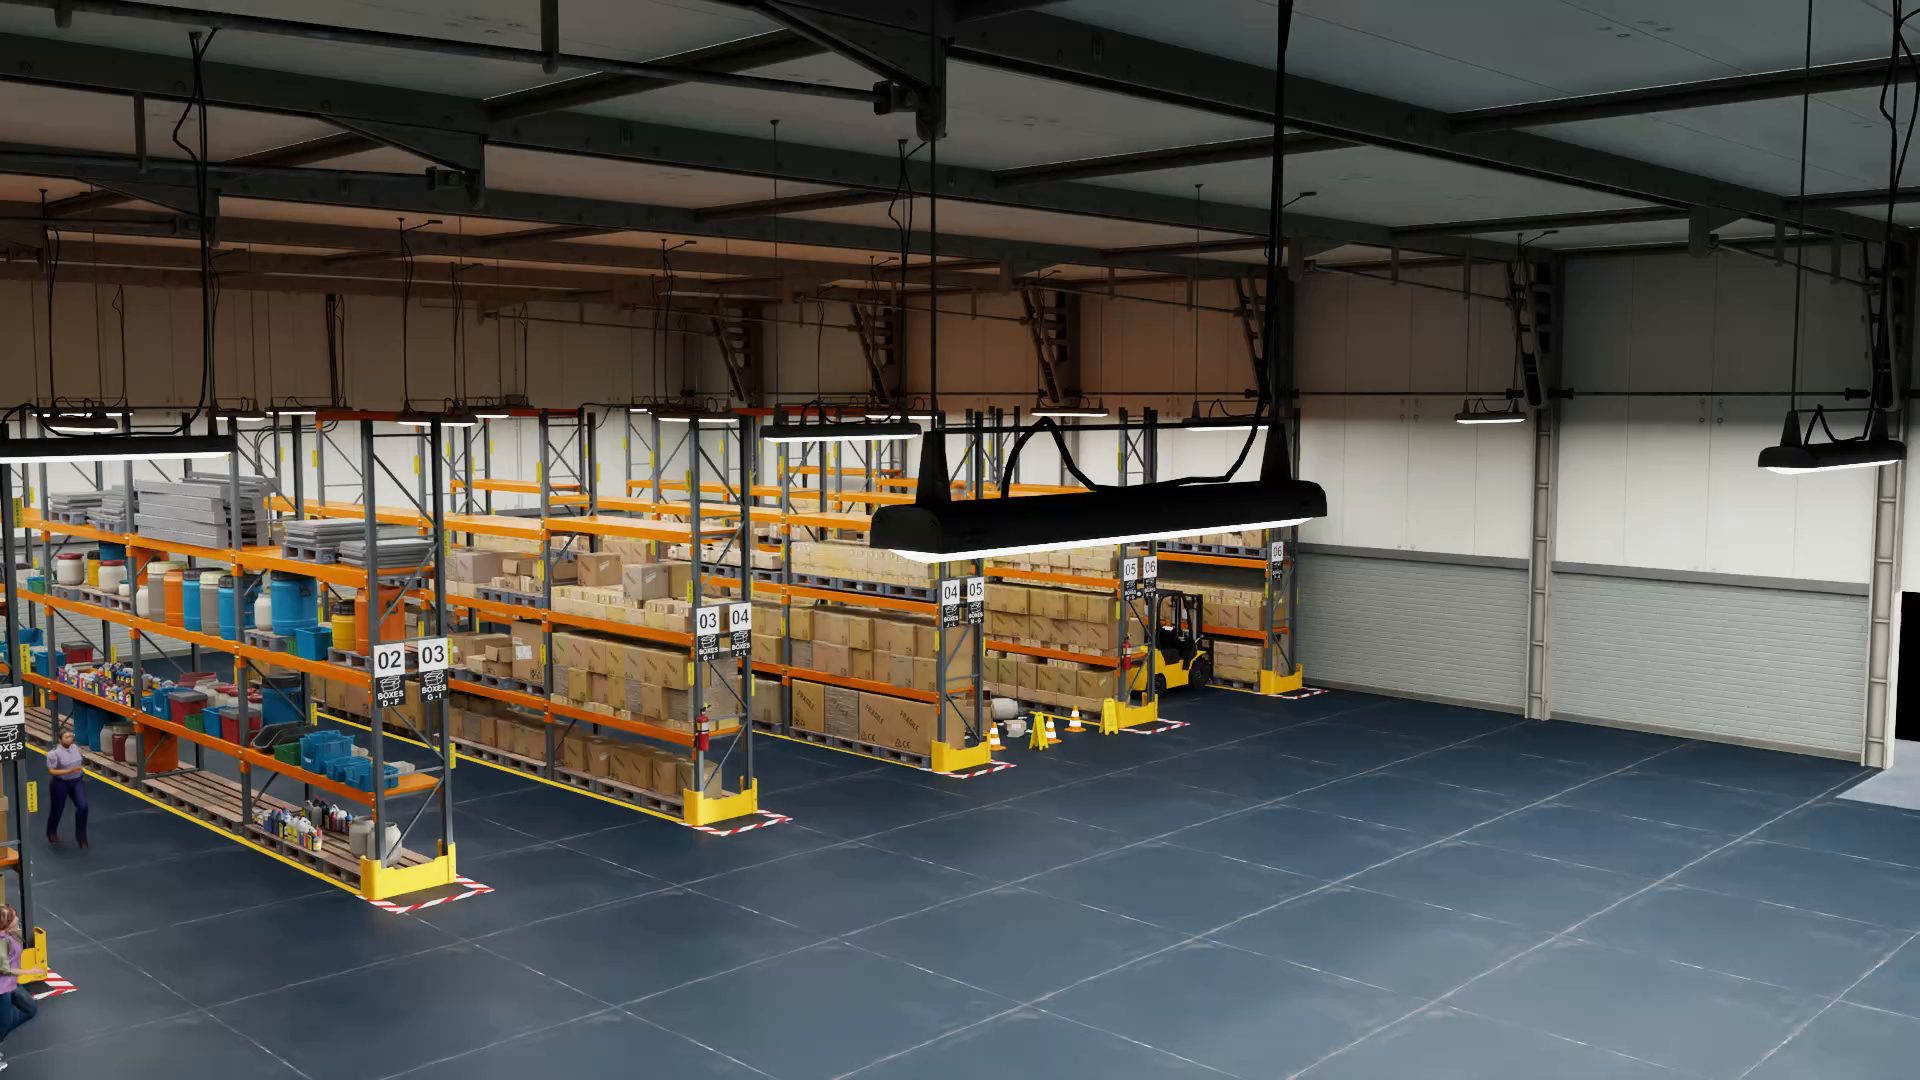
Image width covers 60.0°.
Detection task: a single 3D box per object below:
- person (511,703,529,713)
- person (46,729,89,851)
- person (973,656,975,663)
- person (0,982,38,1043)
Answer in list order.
[{"bbox_3d":[-8.409,2.760,31.884,0.624,1.557,0.817,-4,6,-38],"label":"person"},{"bbox_3d":[-12.444,3.463,23.127,0.842,1.707,0.551,4,6,36],"label":"person"},{"bbox_3d":[-0.017,2.279,37.238,0.957,1.493,0.660,5,7,42],"label":"person"},{"bbox_3d":[-8.937,4.470,15.540,0.539,0.799,0.338,-2,5,-22],"label":"person"}]
